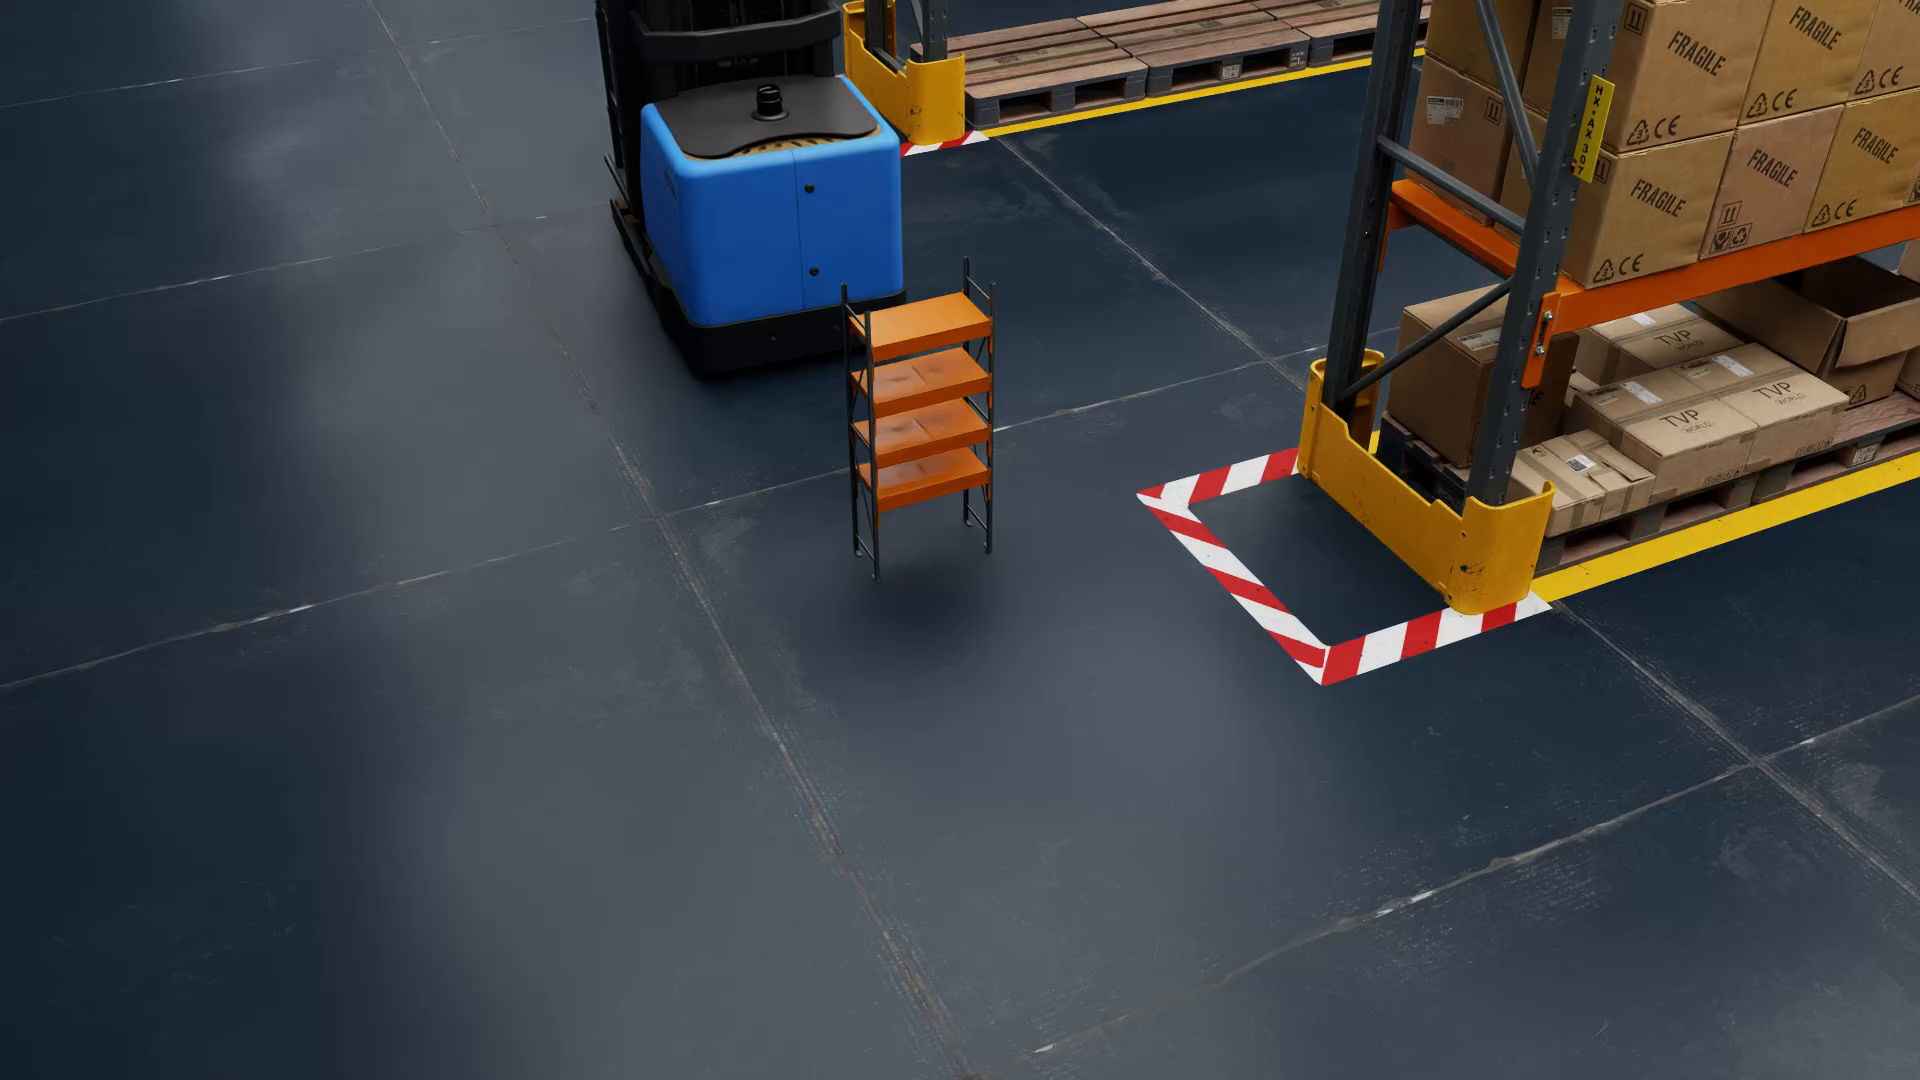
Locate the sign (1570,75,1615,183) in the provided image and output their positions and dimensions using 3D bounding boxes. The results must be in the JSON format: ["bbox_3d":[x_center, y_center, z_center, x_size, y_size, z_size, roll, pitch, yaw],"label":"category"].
[{"bbox_3d":[1.994,-1.297,5.255,0.005,0.325,0.100,-16,39,-20],"label":"sign"}]

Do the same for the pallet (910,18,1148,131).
[{"bbox_3d":[0.425,-2.982,10.594,1.213,0.211,1.003,-16,39,-20],"label":"pallet"}]

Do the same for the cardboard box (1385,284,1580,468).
[{"bbox_3d":[2.151,-0.686,6.885,0.500,0.500,0.500,-16,39,-20],"label":"cardboard box"}]

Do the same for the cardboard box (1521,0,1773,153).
[{"bbox_3d":[2.277,-1.654,5.539,0.500,0.500,0.500,-14,39,-19],"label":"cardboard box"}]

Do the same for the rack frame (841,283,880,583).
[{"bbox_3d":[-0.371,-0.378,6.253,0.015,1.200,0.240,-16,39,-20],"label":"rack frame"}]

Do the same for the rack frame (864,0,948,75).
[{"bbox_3d":[-0.338,-3.915,9.510,0.127,3.000,1.000,-16,39,-20],"label":"rack frame"}]

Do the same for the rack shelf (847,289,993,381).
[{"bbox_3d":[-0.150,-0.756,6.102,0.480,0.148,0.258,-16,39,-20],"label":"rack shelf"}]

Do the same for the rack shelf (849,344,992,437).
[{"bbox_3d":[-0.150,-0.566,6.243,0.480,0.148,0.258,-16,39,-20],"label":"rack shelf"}]

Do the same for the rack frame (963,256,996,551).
[{"bbox_3d":[0.071,-0.502,6.419,0.015,1.200,0.240,-16,39,-20],"label":"rack frame"}]

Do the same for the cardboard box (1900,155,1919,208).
[{"bbox_3d":[3.651,-1.637,6.355,0.500,0.500,0.500,-15,39,-19],"label":"cardboard box"}]

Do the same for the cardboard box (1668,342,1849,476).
[{"bbox_3d":[3.282,-0.552,6.916,0.500,0.250,0.500,-16,39,-20],"label":"cardboard box"}]

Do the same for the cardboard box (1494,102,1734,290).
[{"bbox_3d":[2.277,-1.253,5.837,0.500,0.500,0.500,-15,39,-19],"label":"cardboard box"}]

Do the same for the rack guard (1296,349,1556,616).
[{"bbox_3d":[1.832,-0.258,6.678,0.348,0.500,1.175,-16,39,-20],"label":"rack guard"}]

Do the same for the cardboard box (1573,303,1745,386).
[{"bbox_3d":[3.024,-0.809,7.262,0.500,0.250,0.500,-16,39,-20],"label":"cardboard box"}]

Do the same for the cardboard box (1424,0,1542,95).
[{"bbox_3d":[2.050,-1.945,5.931,0.500,0.500,0.500,-16,39,-20],"label":"cardboard box"}]

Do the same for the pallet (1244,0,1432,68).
[{"bbox_3d":[2.634,-3.600,11.426,1.213,0.211,1.003,-16,39,-20],"label":"pallet"}]

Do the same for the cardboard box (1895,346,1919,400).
[{"bbox_3d":[4.311,-0.865,7.285,0.500,0.311,0.500,-16,39,-20],"label":"cardboard box"}]

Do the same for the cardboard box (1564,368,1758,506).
[{"bbox_3d":[2.829,-0.426,6.745,0.500,0.250,0.500,-16,39,-20],"label":"cardboard box"}]

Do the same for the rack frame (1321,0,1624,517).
[{"bbox_3d":[1.764,-1.242,5.907,0.127,3.000,1.000,-16,39,-20],"label":"rack frame"}]

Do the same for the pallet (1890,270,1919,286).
[{"bbox_3d":[4.763,-0.961,7.869,1.213,0.211,1.003,-16,39,-20],"label":"pallet"}]

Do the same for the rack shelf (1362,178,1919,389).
[{"bbox_3d":[3.574,-1.460,6.804,4.000,0.370,1.077,-16,39,-20],"label":"rack shelf"}]

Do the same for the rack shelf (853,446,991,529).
[{"bbox_3d":[-0.150,-0.226,6.494,0.480,0.148,0.258,-16,39,-20],"label":"rack shelf"}]

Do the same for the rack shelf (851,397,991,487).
[{"bbox_3d":[-0.150,-0.386,6.376,0.480,0.148,0.258,-16,39,-20],"label":"rack shelf"}]

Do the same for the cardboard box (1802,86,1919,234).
[{"bbox_3d":[3.198,-1.512,6.186,0.500,0.500,0.500,-16,39,-20],"label":"cardboard box"}]

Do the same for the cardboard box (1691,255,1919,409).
[{"bbox_3d":[3.686,-0.951,7.240,0.637,0.503,0.797,-16,39,-20],"label":"cardboard box"}]

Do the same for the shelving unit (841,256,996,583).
[{"bbox_3d":[-0.150,-0.440,6.336,0.503,1.200,0.258,-16,39,-20],"label":"shelving unit"}]

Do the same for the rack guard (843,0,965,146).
[{"bbox_3d":[-0.354,-2.897,10.237,0.348,0.500,1.175,-16,39,-20],"label":"rack guard"}]

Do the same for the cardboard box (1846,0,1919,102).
[{"bbox_3d":[3.202,-1.915,5.890,0.500,0.500,0.500,-15,39,-19],"label":"cardboard box"}]

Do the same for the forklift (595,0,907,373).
[{"bbox_3d":[-1.246,-2.825,8.098,1.130,2.935,3.031,-13,38,-16],"label":"forklift"}]

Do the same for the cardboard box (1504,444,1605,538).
[{"bbox_3d":[2.289,-0.195,6.518,0.250,0.149,0.380,-16,39,-20],"label":"cardboard box"}]

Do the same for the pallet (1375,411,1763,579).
[{"bbox_3d":[2.554,-0.344,7.037,1.213,0.211,1.003,-16,39,-20],"label":"pallet"}]

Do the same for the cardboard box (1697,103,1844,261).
[{"bbox_3d":[2.742,-1.386,6.017,0.500,0.500,0.500,-16,39,-20],"label":"cardboard box"}]

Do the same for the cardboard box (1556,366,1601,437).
[{"bbox_3d":[2.556,-0.606,7.057,0.250,0.166,0.380,-16,39,-20],"label":"cardboard box"}]

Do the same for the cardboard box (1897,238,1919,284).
[{"bbox_3d":[4.913,-1.362,7.956,0.500,0.311,0.500,-16,39,-20],"label":"cardboard box"}]

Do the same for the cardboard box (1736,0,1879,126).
[{"bbox_3d":[2.747,-1.791,5.723,0.500,0.500,0.500,-15,39,-19],"label":"cardboard box"}]

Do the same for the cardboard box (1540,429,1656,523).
[{"bbox_3d":[2.515,-0.265,6.598,0.250,0.166,0.380,-16,39,-20],"label":"cardboard box"}]

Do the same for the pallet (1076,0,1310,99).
[{"bbox_3d":[1.528,-3.289,11.007,1.213,0.211,1.003,-16,39,-20],"label":"pallet"}]

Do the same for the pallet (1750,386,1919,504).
[{"bbox_3d":[3.657,-0.650,7.450,1.213,0.211,1.003,-16,39,-20],"label":"pallet"}]

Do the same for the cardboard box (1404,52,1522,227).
[{"bbox_3d":[2.053,-1.543,6.228,0.500,0.500,0.500,-14,39,-19],"label":"cardboard box"}]
